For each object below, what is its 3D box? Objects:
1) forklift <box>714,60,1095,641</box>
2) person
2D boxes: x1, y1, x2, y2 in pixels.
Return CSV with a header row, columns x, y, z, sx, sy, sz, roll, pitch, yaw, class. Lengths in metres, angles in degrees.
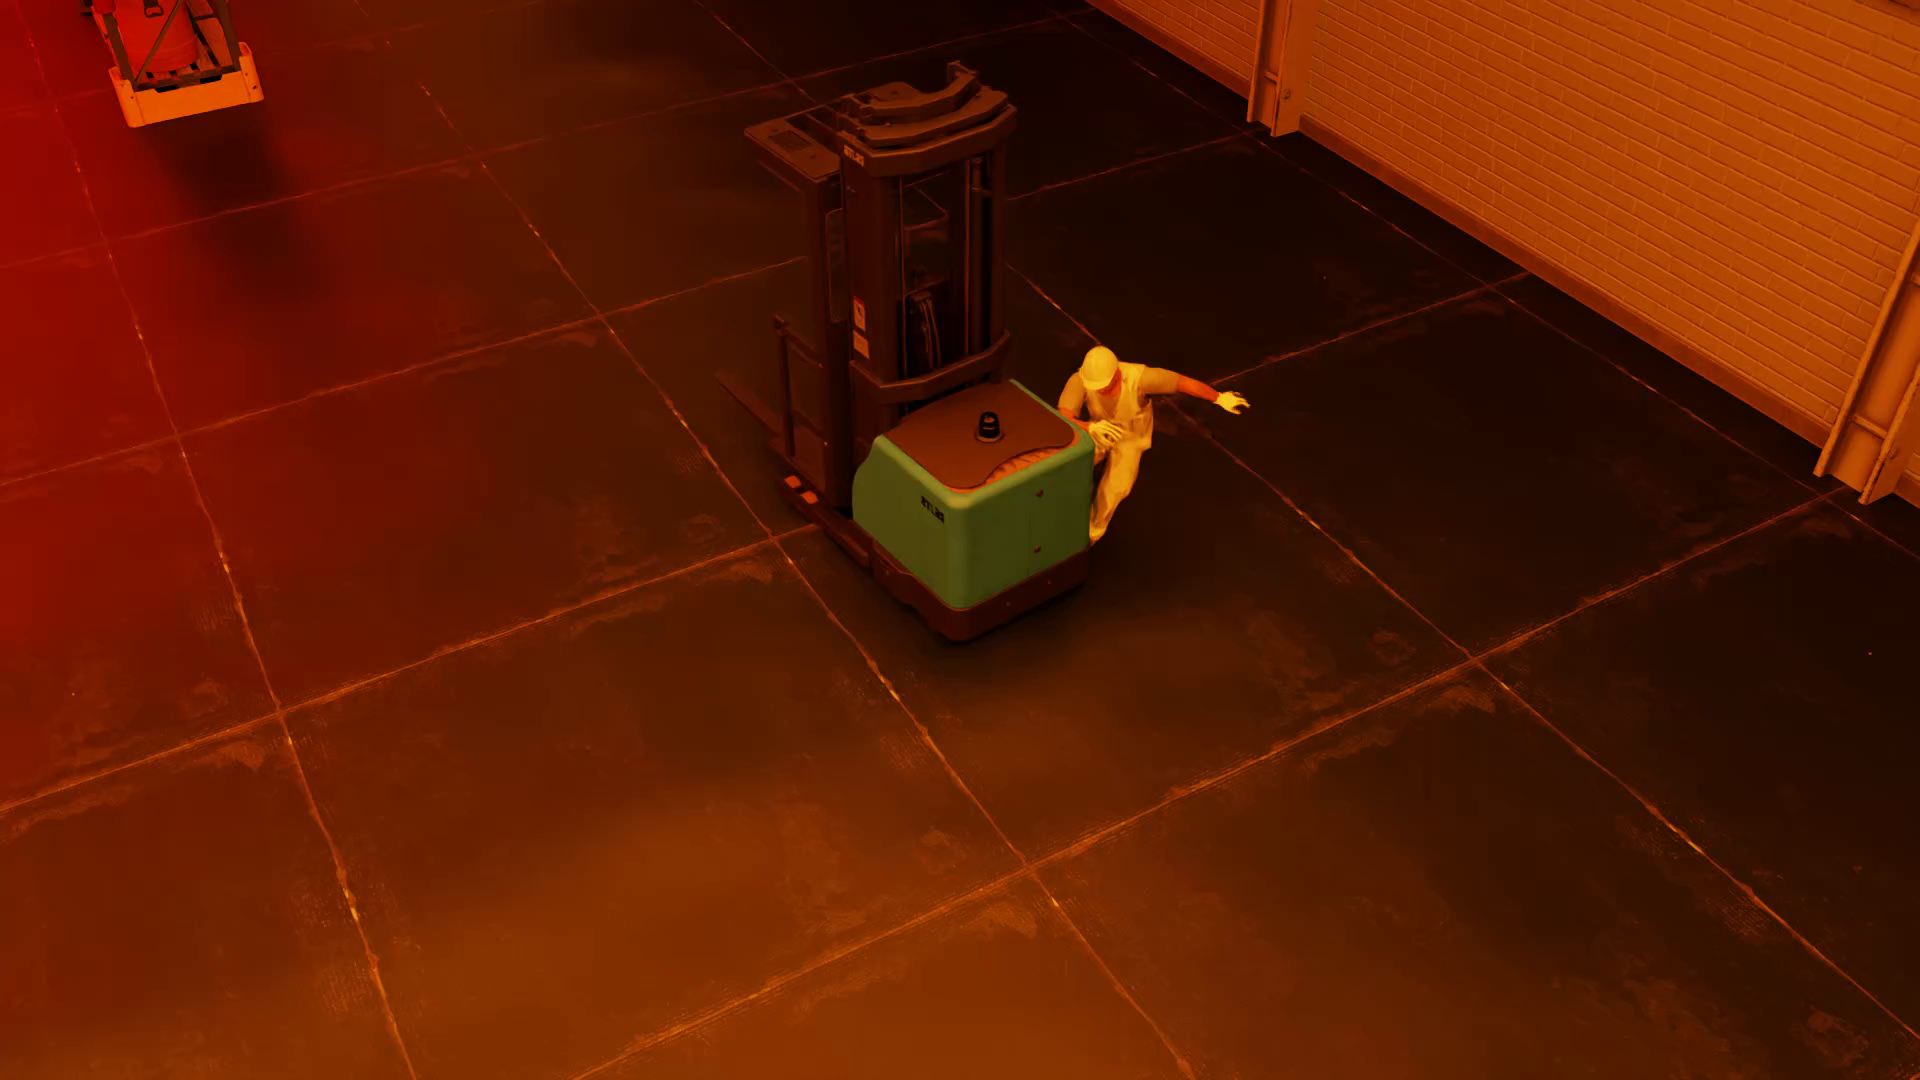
x,y,z,sx,sy,sz,roll,pitch,yaw,class
-0.505,-1.440,9.772,1.130,2.935,3.031,-25,46,-27,forklift
0.990,-0.484,9.800,1.211,1.450,0.960,14,42,16,person
